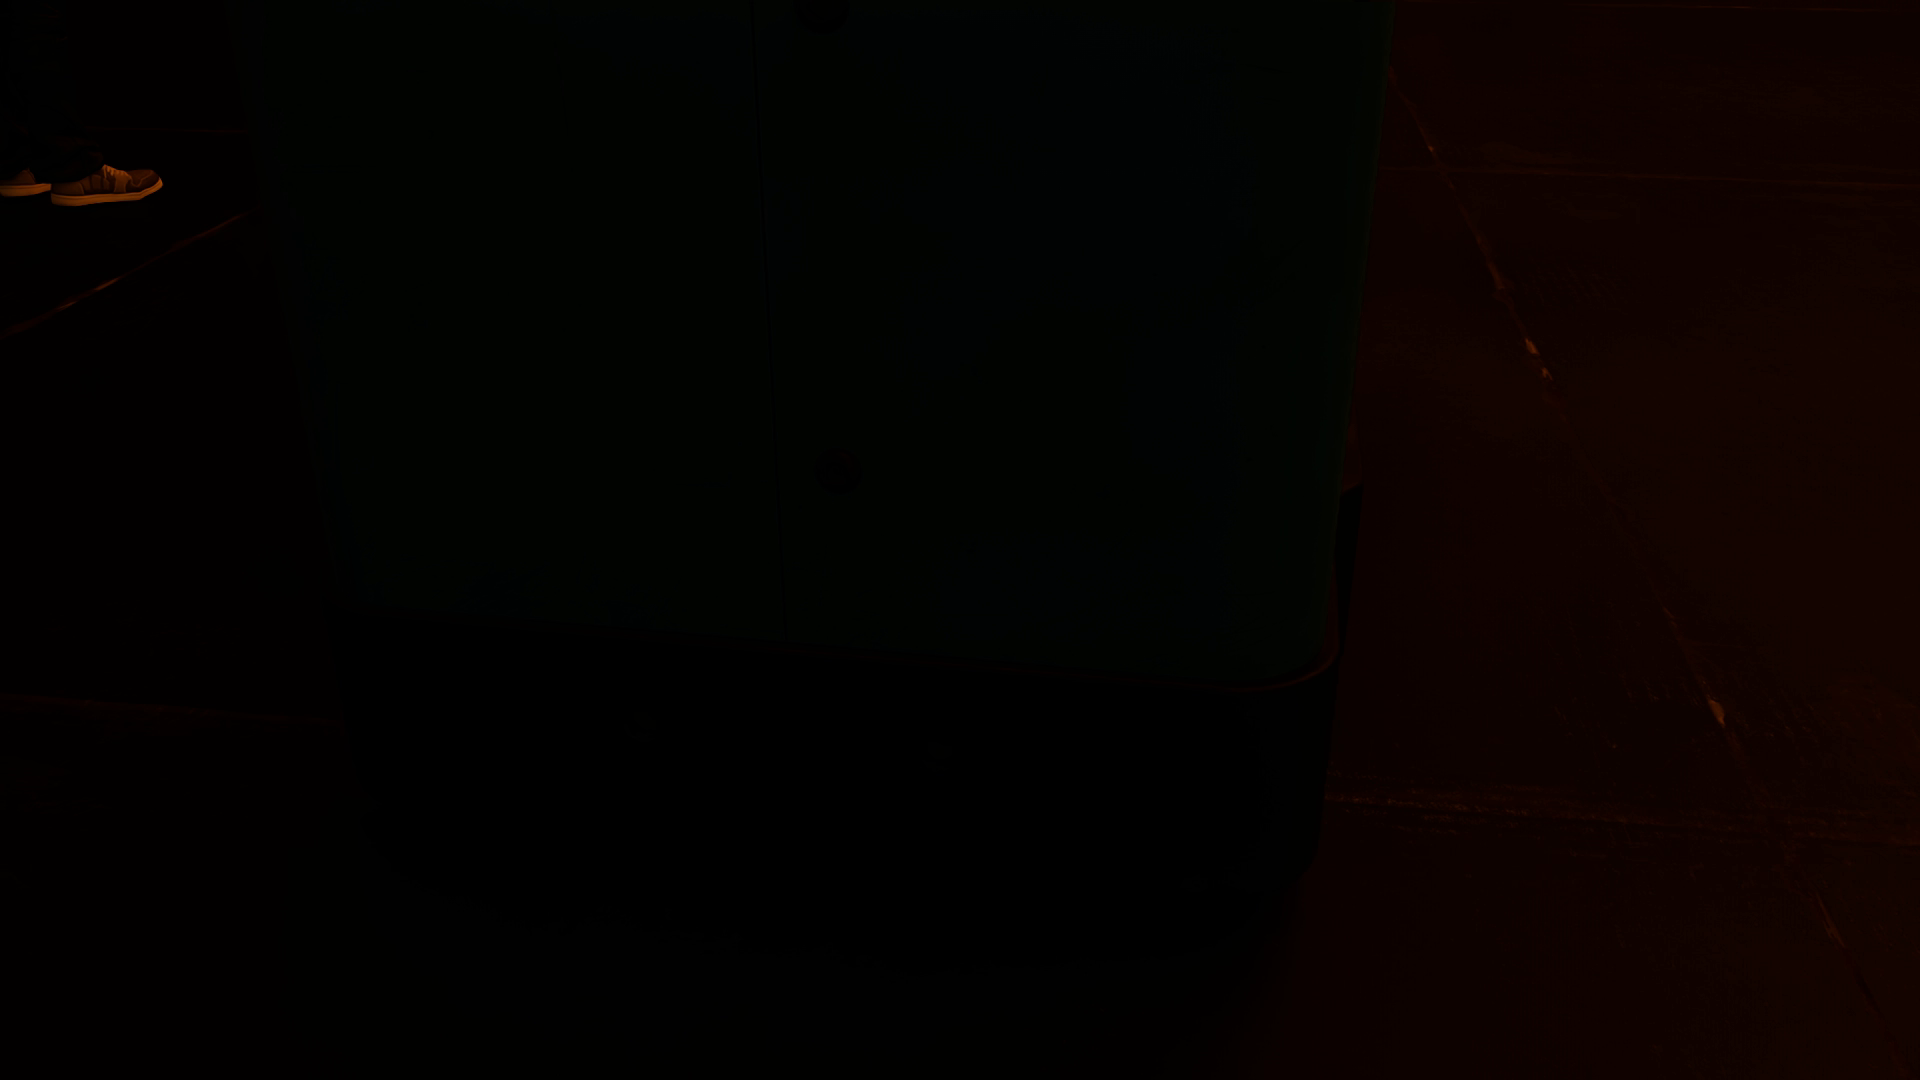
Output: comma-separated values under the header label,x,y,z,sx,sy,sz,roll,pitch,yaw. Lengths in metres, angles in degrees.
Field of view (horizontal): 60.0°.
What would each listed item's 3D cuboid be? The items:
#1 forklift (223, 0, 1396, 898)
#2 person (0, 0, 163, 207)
label,x,y,z,sx,sy,sz,roll,pitch,yaw
forklift,0.091,-1.593,2.411,1.130,2.935,3.031,4,27,9
person,-2.289,-1.597,3.910,0.405,1.603,0.318,15,30,27
